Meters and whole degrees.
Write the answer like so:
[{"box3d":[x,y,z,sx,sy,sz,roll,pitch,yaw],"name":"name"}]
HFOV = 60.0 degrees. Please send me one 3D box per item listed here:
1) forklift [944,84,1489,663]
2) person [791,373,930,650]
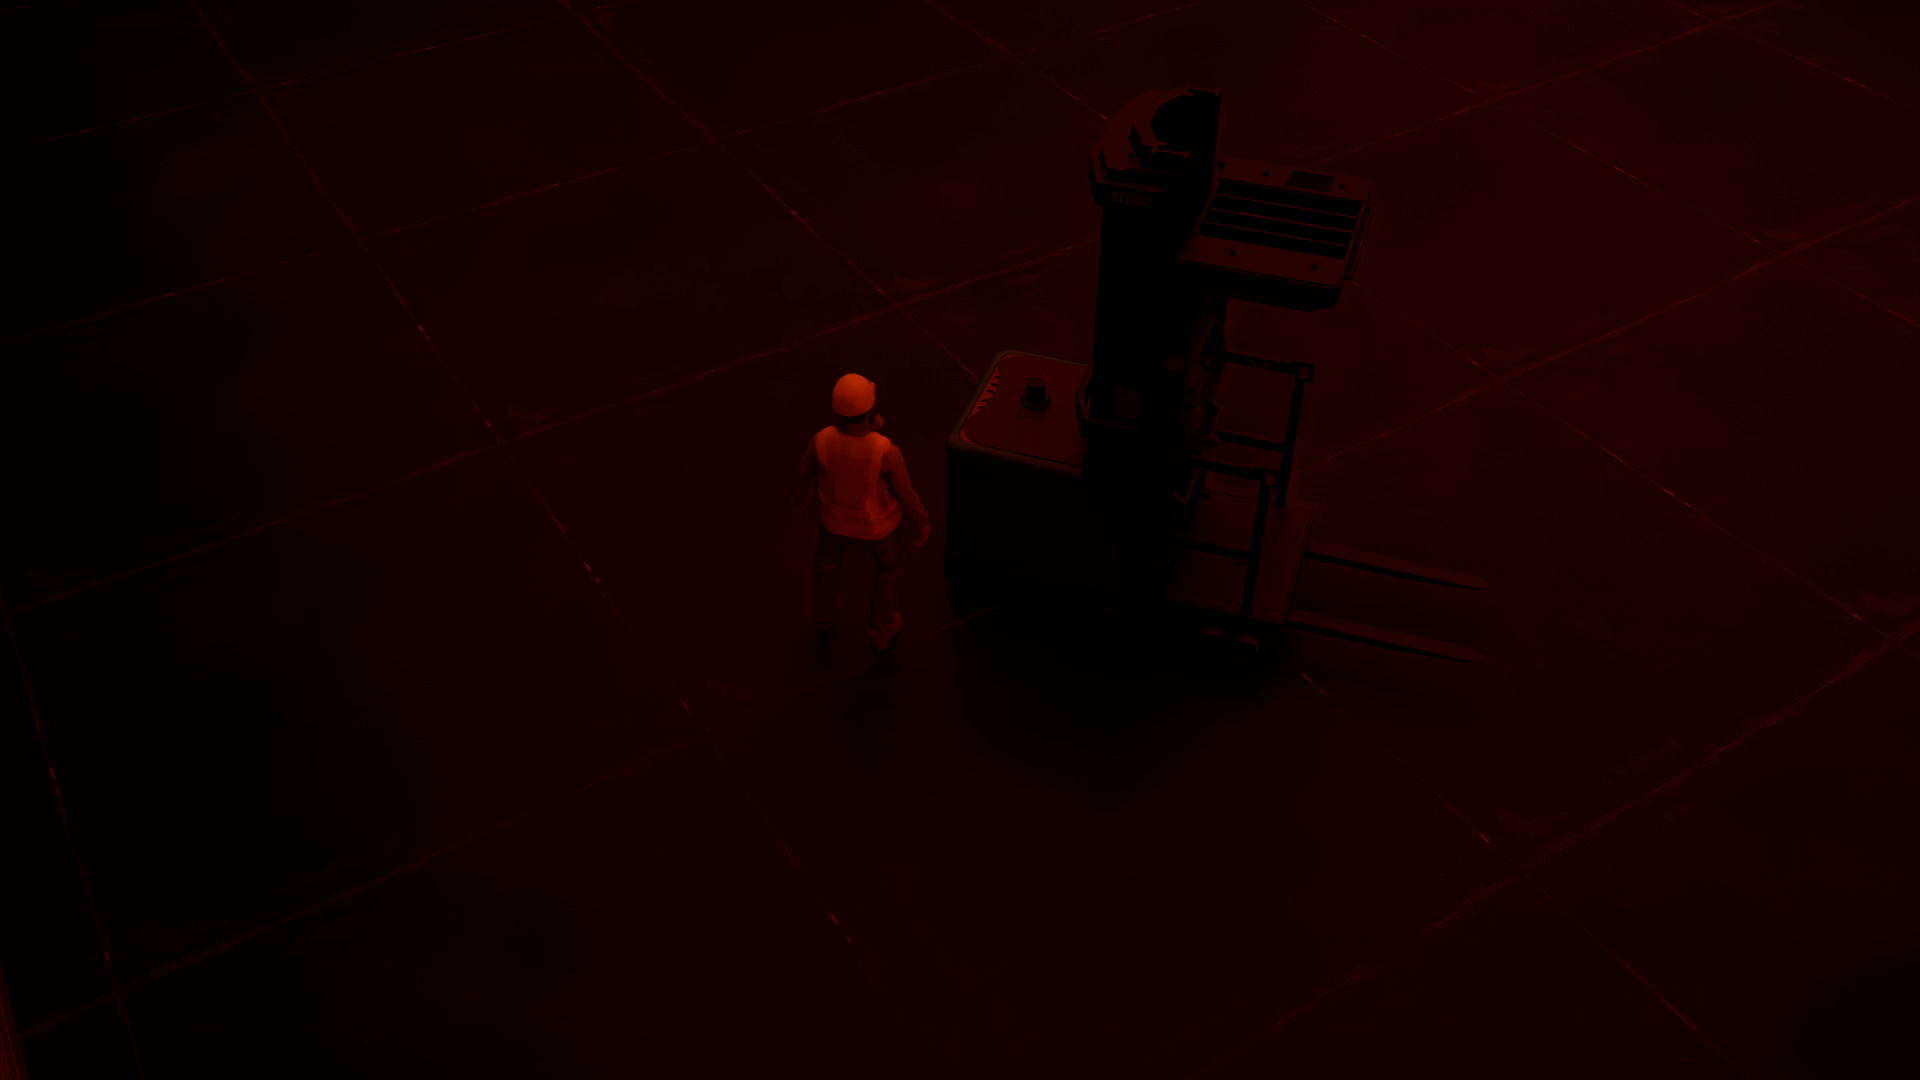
[{"box3d":[1.479,-0.812,8.800,3.031,2.935,1.130,13,43,14],"name":"forklift"},{"box3d":[-0.536,-0.153,8.953,0.769,1.745,0.409,10,42,11],"name":"person"}]
